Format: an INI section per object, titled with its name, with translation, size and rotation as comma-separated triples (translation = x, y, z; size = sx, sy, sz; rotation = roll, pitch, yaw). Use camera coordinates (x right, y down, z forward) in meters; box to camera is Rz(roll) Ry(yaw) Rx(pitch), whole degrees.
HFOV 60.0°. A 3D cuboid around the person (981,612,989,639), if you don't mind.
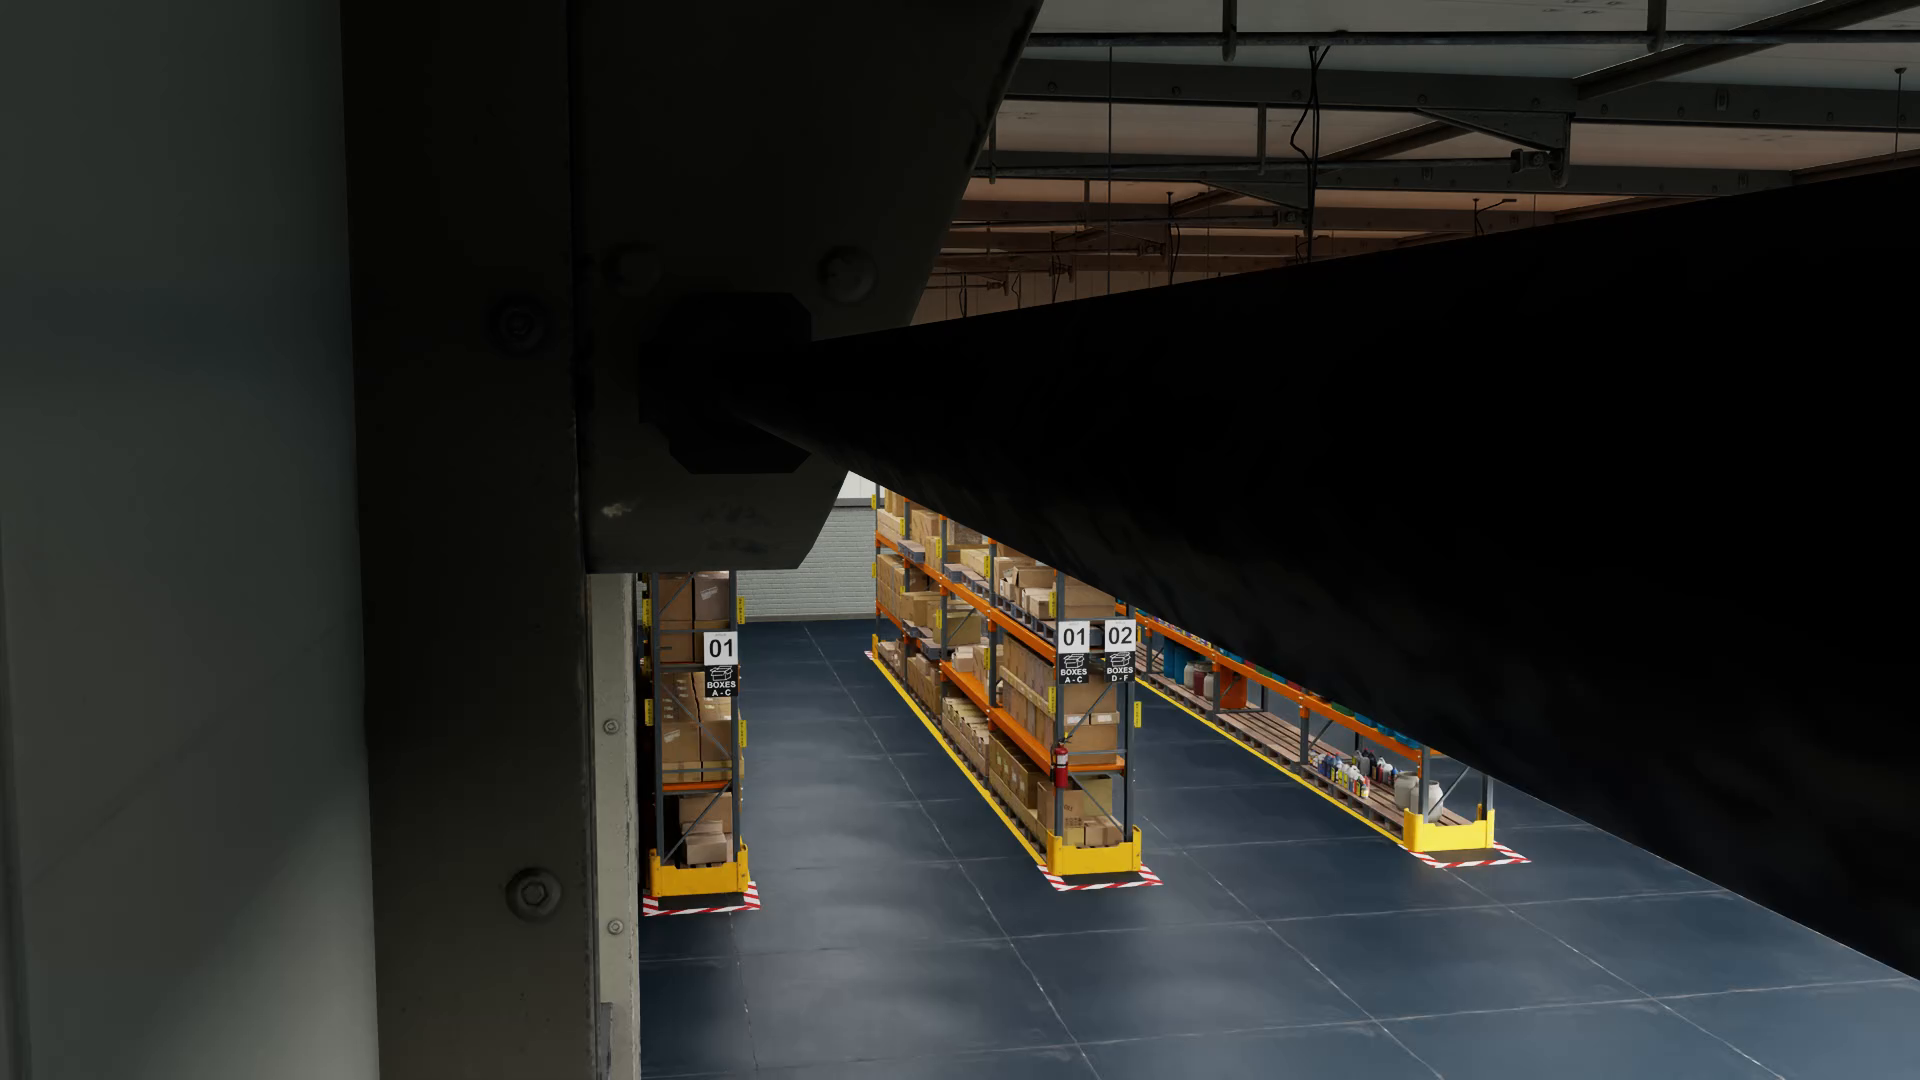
[person]
translation = 0.673, 1.508, 39.132
size = 0.608, 1.761, 0.880
rotation = -1, 6, -14
